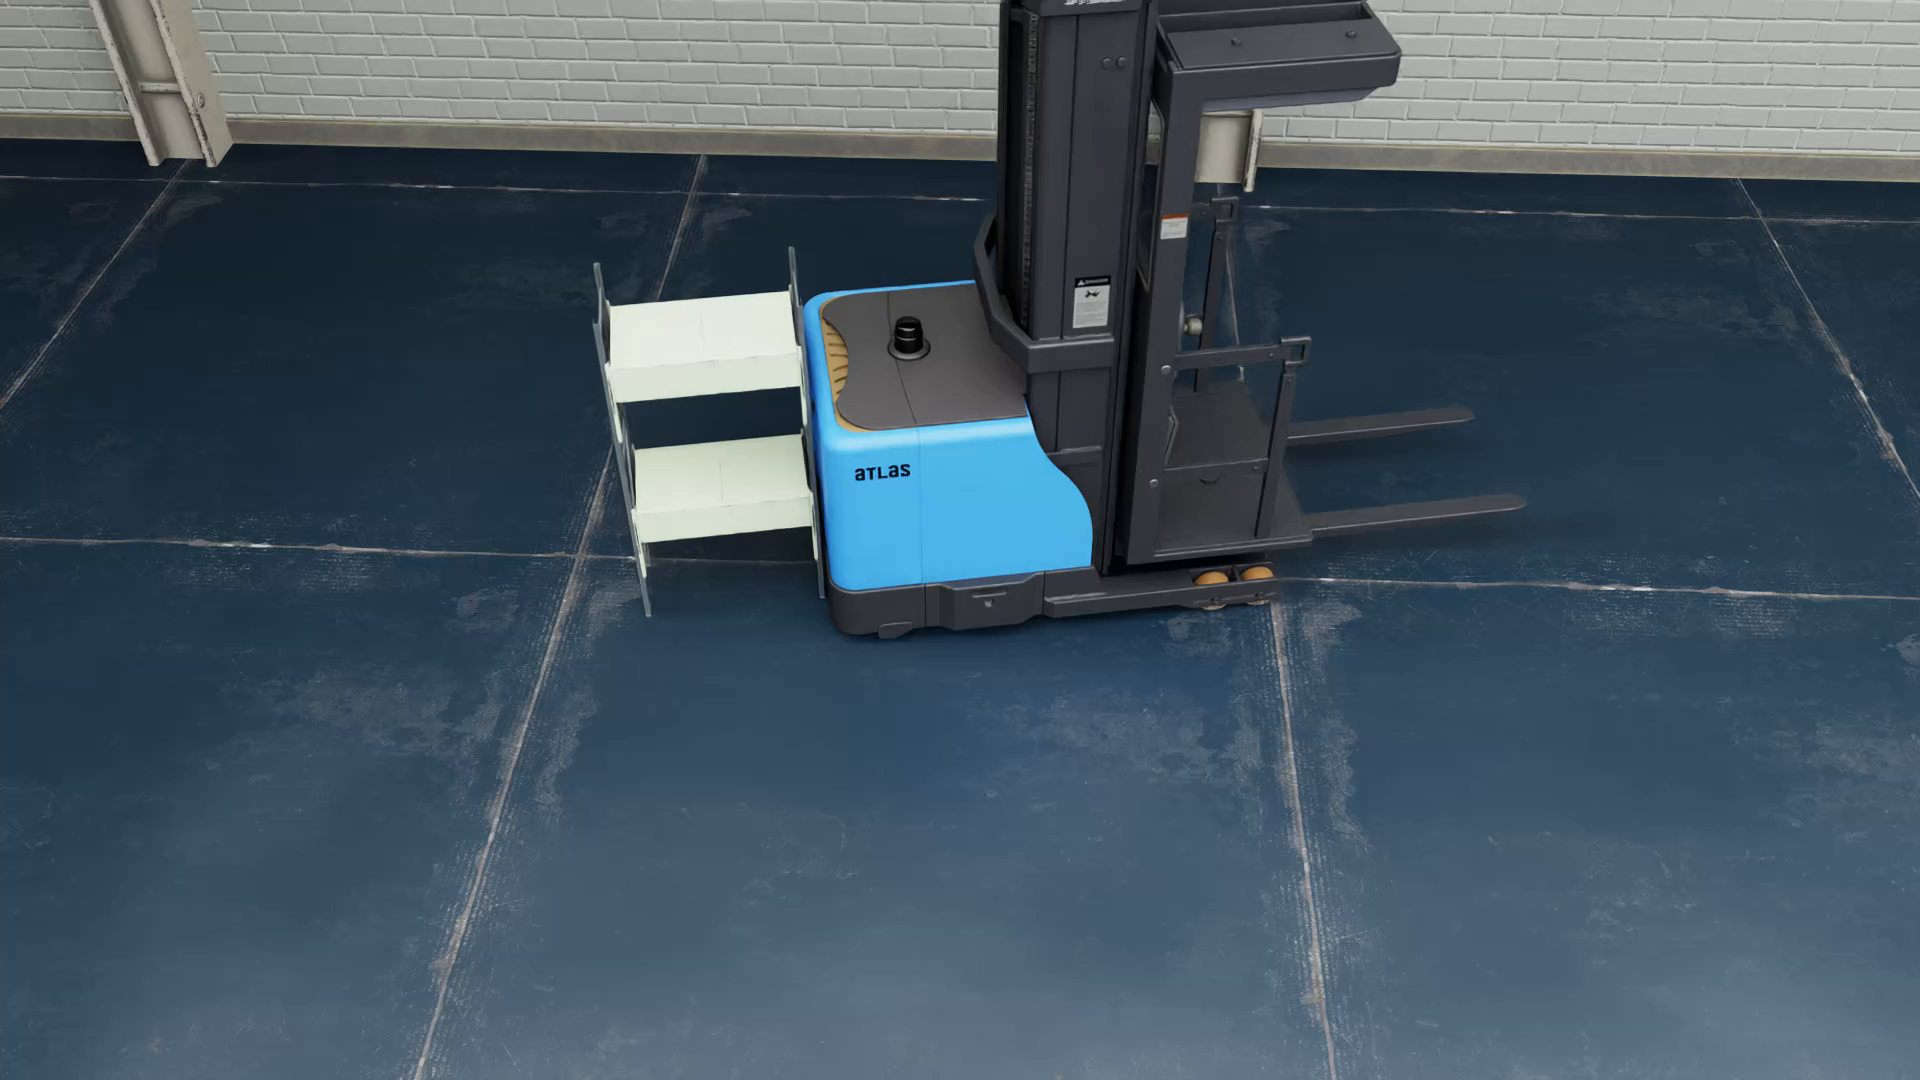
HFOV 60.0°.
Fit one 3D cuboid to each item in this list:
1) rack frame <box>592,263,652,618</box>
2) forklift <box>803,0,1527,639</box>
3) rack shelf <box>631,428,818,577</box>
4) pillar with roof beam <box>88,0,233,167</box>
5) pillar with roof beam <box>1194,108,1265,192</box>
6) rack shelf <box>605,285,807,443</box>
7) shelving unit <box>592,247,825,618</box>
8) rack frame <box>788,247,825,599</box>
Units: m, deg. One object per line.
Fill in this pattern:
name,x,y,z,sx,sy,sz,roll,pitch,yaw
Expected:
rack frame,-1.337,-0.358,6.619,0.023,1.500,0.400,-6,43,-6
forklift,0.903,-1.130,6.398,3.031,2.935,1.130,-6,43,-6
rack shelf,-0.975,-0.157,6.882,0.720,0.370,0.431,-6,43,-6
pillar with roof beam,-4.709,-2.640,3.567,0.400,9.000,9.100,2,43,2
pillar with roof beam,1.285,-2.456,3.369,0.400,9.000,9.100,2,43,2
rack shelf,-0.975,-0.681,6.393,0.720,0.370,0.431,-6,43,-6
shelving unit,-0.975,-0.395,6.659,0.755,1.500,0.431,-6,43,-6
rack frame,-0.613,-0.433,6.700,0.023,1.500,0.400,-6,43,-6
